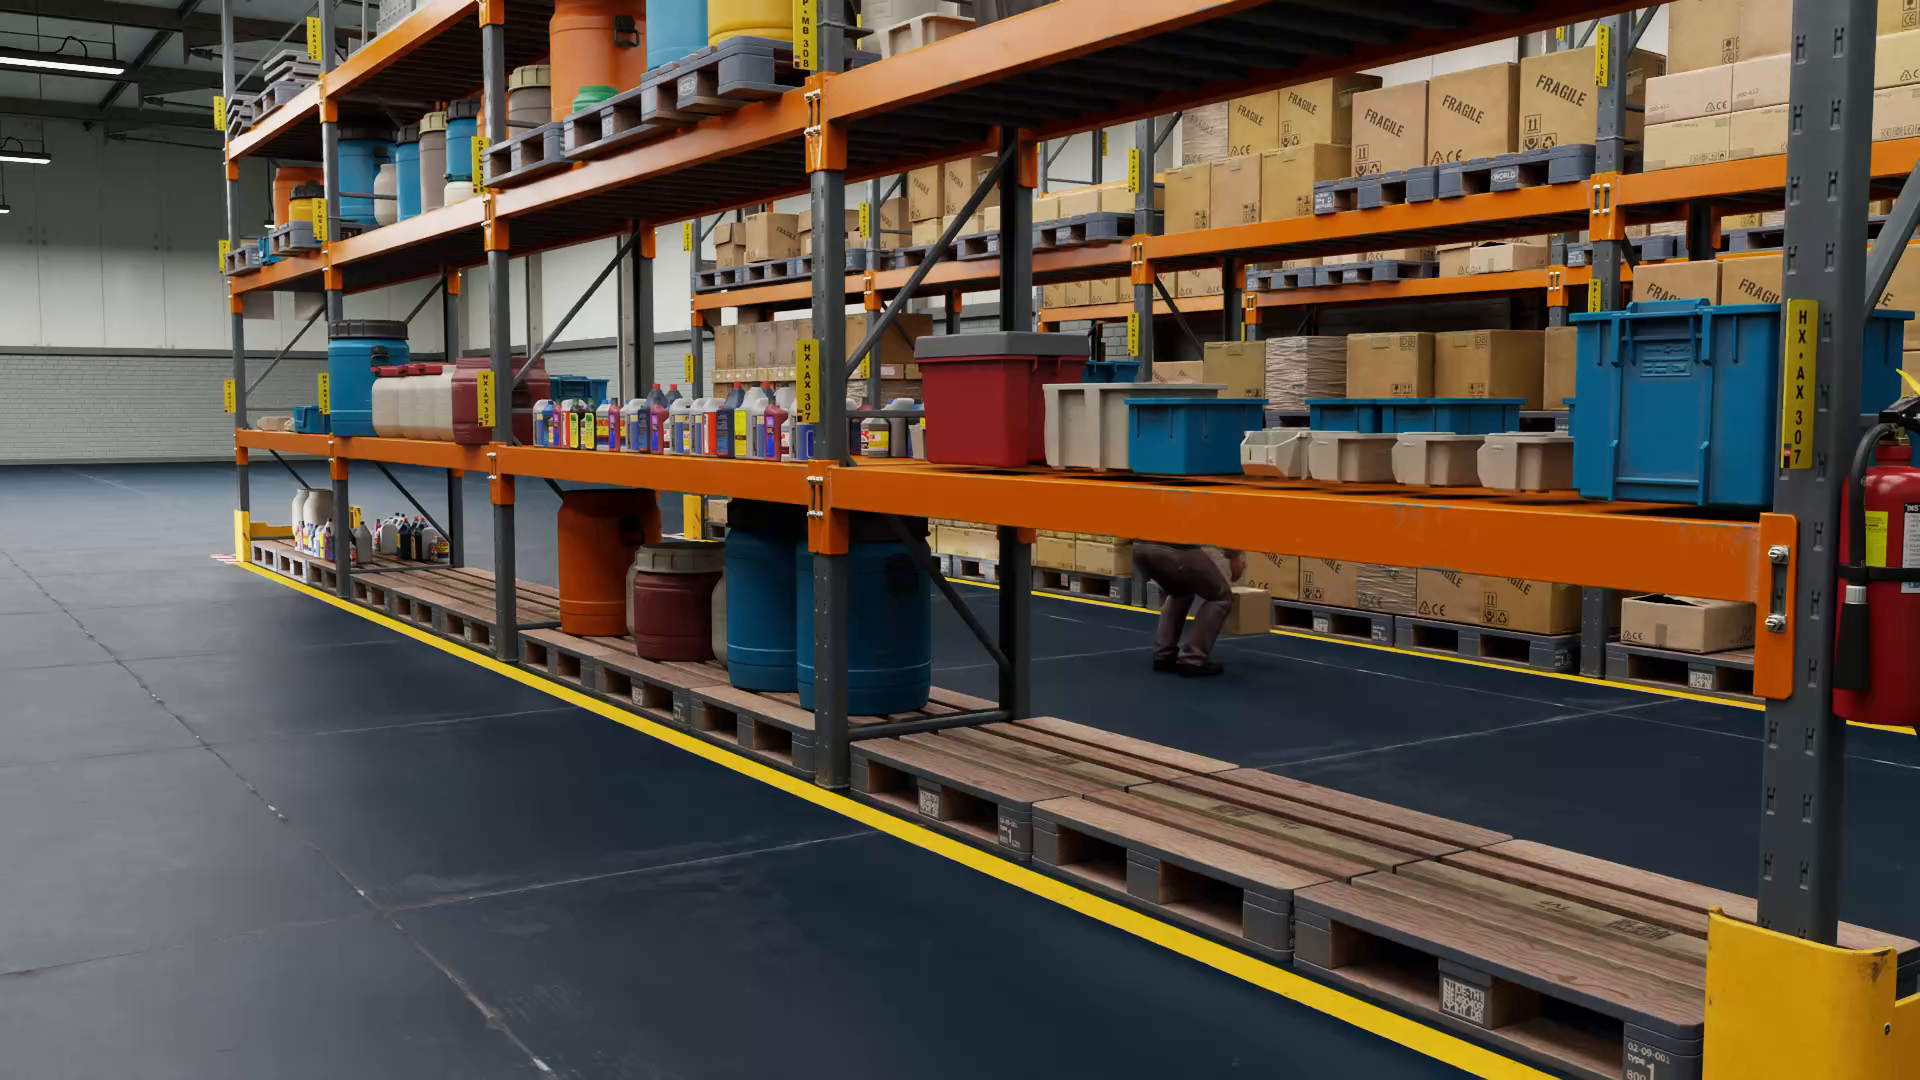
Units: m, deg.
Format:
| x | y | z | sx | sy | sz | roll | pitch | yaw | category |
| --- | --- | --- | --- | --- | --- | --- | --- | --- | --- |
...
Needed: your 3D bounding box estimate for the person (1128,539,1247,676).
| x | y | z | sx | sy | sz | roll | pitch | yaw | category |
| --- | --- | --- | --- | --- | --- | --- | --- | --- | --- |
| 1.306 | 0.065 | 9.666 | 0.708 | 1.405 | 0.592 | -3 | 6 | -34 | person |
